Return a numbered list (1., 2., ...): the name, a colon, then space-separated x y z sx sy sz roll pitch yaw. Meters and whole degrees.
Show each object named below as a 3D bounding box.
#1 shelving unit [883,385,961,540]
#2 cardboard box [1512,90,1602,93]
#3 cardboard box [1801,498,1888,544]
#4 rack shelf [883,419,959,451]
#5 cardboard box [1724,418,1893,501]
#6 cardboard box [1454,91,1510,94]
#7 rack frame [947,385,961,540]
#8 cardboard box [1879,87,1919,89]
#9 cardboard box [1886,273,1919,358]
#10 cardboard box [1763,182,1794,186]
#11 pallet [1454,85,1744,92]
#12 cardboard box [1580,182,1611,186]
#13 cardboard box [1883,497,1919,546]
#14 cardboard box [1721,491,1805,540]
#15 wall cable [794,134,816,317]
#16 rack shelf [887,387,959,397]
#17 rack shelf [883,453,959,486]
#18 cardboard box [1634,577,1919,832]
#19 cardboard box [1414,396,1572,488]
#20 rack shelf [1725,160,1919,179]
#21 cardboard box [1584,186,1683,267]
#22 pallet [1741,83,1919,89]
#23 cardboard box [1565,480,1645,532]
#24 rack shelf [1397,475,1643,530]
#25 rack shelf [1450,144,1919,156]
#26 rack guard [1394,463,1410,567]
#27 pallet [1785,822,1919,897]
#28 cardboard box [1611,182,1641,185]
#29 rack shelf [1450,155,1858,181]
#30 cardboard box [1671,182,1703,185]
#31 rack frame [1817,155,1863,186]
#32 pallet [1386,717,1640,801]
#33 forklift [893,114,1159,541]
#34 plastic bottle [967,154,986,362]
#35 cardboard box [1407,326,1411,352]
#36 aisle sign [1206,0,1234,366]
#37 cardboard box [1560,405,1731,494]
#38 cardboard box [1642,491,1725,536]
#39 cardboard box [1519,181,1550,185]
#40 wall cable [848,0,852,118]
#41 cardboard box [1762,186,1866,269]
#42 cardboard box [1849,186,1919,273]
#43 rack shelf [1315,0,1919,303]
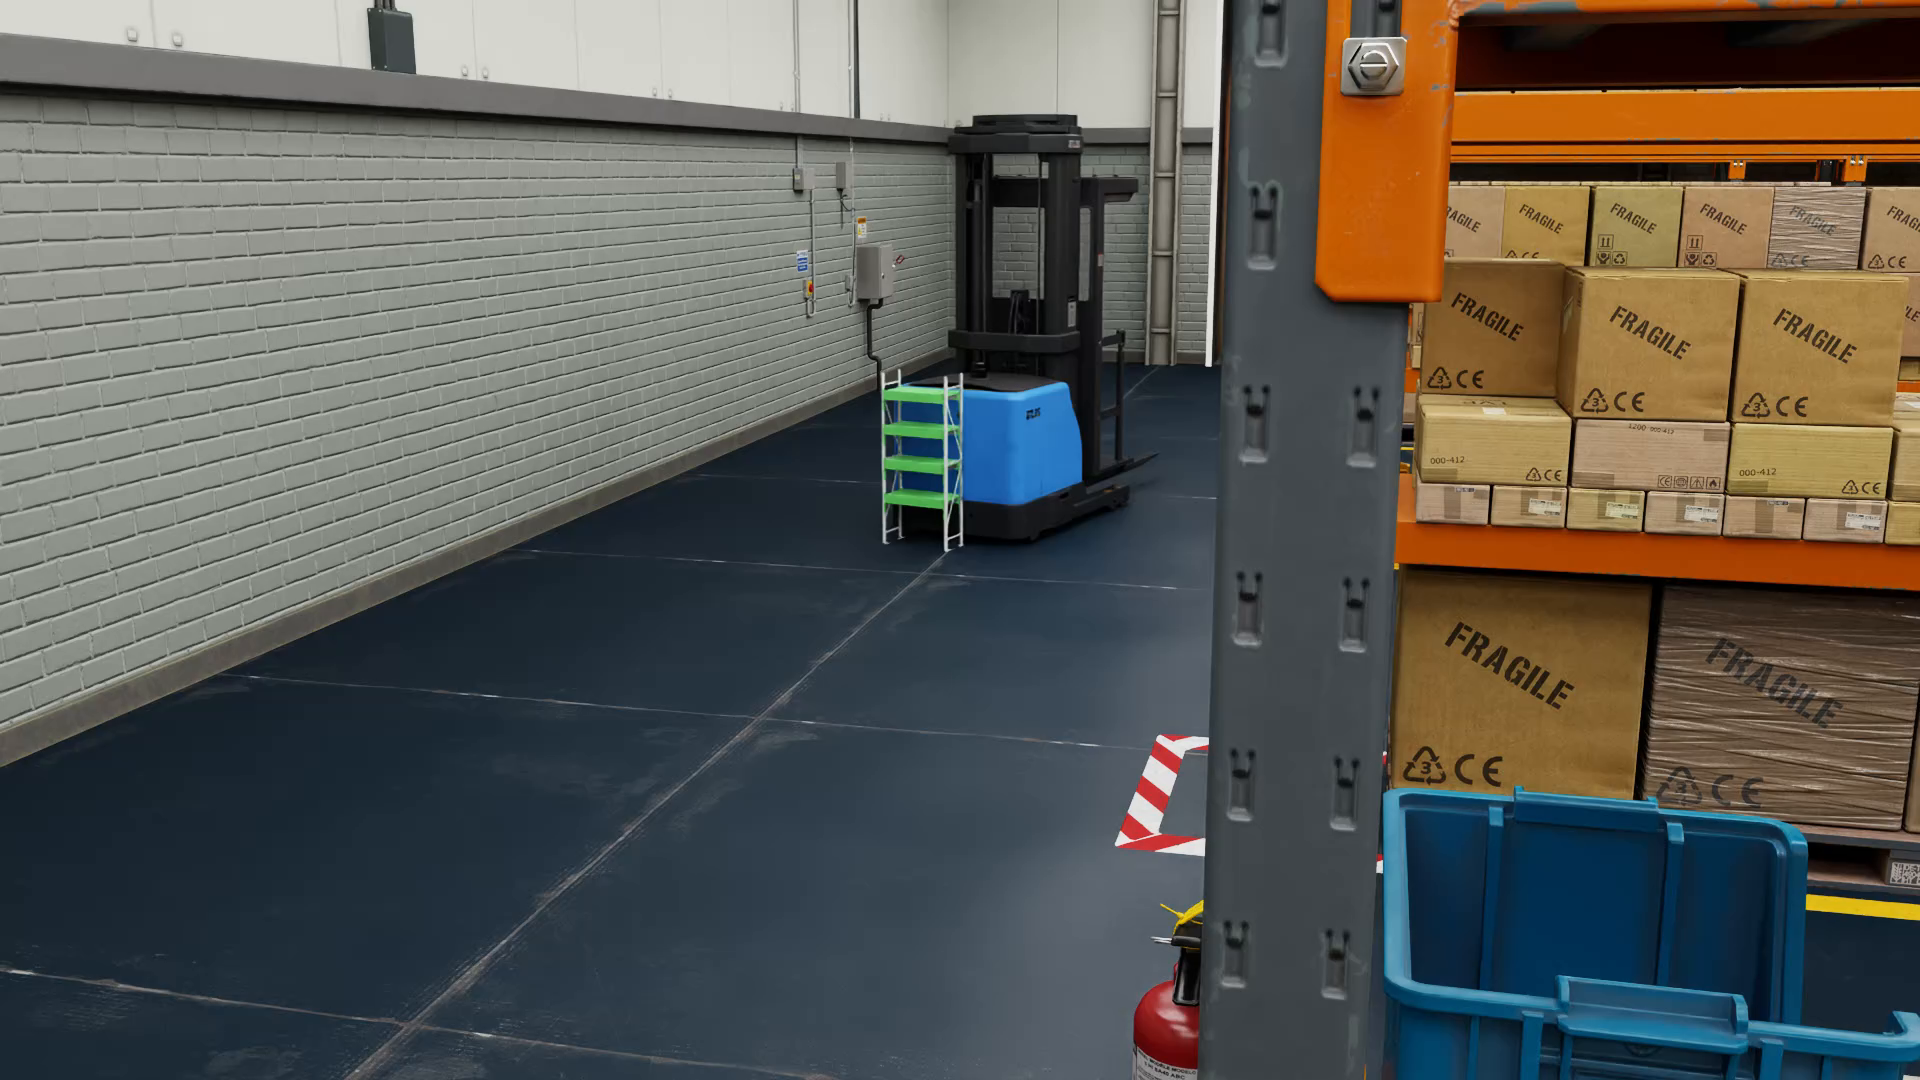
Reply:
1. shelving unit: -0.256 -0.550 11.444 0.487 1.046 0.258 7 14 28
2. cardboard box: 3.722 -2.704 10.415 0.500 0.250 0.500 3 13 15
3. cardboard box: 3.065 -0.103 5.854 0.250 0.149 0.380 3 13 13
4. rack shelf: -0.259 -0.723 11.407 0.480 0.148 0.258 7 14 28
5. cardboard box: 2.946 -0.318 5.901 0.500 0.250 0.500 3 13 12
6. cardboard box: 3.212 -2.732 10.543 0.500 0.250 0.500 4 13 16
7. rack frame: -0.044 -0.526 11.333 0.006 1.046 0.228 7 14 28
8. cardboard box: 5.698 -2.598 9.941 0.500 0.250 0.500 3 13 13
9. cardboard box: 5.680 -1.397 10.188 0.500 0.500 0.500 3 13 12
10. cardboard box: 7.204 -3.096 14.724 0.250 0.149 0.380 3 13 15
11. pallet: 2.274 -1.765 6.042 1.213 0.211 1.003 3 13 14
12. cardboard box: 5.699 -3.152 14.976 0.250 0.149 0.380 3 13 12
13. cardboard box: 3.310 -0.090 5.794 0.250 0.149 0.380 3 13 12
14. cardboard box: 2.815 -0.117 5.914 0.250 0.149 0.380 3 13 12
15. wall cable: -1.555 -3.263 17.097 0.123 1.953 0.585 3 13 14
16. rack shelf: -0.259 -1.009 11.344 0.457 0.021 0.221 7 14 28
17. rack shelf: -0.259 -0.488 11.459 0.480 0.148 0.258 7 14 28
18. cardboard box: 3.075 0.516 6.419 0.875 0.875 0.875 3 13 14
19. cardboard box: 1.952 -0.370 6.137 0.500 0.250 0.500 3 13 12
20. rack shelf: 10.936 -4.310 18.969 4.000 0.370 1.077 3 13 14
21. cardboard box: 4.201 -1.964 10.436 0.500 0.500 0.500 3 13 12
22. pallet: 3.462 -1.702 5.759 1.213 0.211 1.003 3 13 14
23. cardboard box: 2.315 -0.143 6.034 0.250 0.149 0.380 3 13 12
24. rack shelf: 3.493 -0.055 6.102 3.809 0.052 0.919 3 13 14
25. rack shelf: 4.779 -2.427 10.484 4.000 0.370 1.077 3 13 14
26. rack guard: 2.911 -0.193 11.451 0.348 0.500 1.175 3 13 14
27. pallet: 3.527 1.070 6.423 1.213 0.211 1.003 3 13 14
28. cardboard box: 5.965 -3.148 14.961 0.250 0.149 0.380 3 13 14
29. rack shelf: 5.867 -3.473 15.199 4.000 0.370 1.077 3 13 14
30. cardboard box: 6.462 -3.125 14.858 0.250 0.149 0.380 3 13 13
31. rack frame: 7.809 -2.256 14.978 0.127 3.000 1.000 3 13 14
32. pallet: 2.346 1.006 6.710 1.213 0.211 1.003 3 13 14
33. forklift: 0.664 -1.697 12.616 1.130 2.935 3.031 7 14 28
34. plastic bottle: 7.272 -1.264 10.507 14.901 2.616 20.093 3 13 14
35. cardboard box: 5.682 -2.443 20.612 0.637 0.503 0.797 3 13 11
36. aisle sign: 0.223 -0.549 1.280 0.004 0.787 0.394 3 13 14
37. cardboard box: 2.459 -0.345 6.021 0.500 0.250 0.500 3 13 13
38. cardboard box: 2.568 -0.130 5.974 0.250 0.149 0.380 3 13 13
39. cardboard box: 5.228 -3.192 15.160 0.250 0.149 0.380 3 13 14
40. wall cable: -1.482 -5.787 17.040 0.029 3.000 2.355 3 13 14
41. cardboard box: 5.203 -1.915 10.214 0.500 0.500 0.500 3 13 15
42. cardboard box: 5.697 -1.886 10.081 0.500 0.500 0.500 3 13 12
43. rack shelf: 2.306 -0.348 1.112 4.000 0.370 1.077 3 13 14
